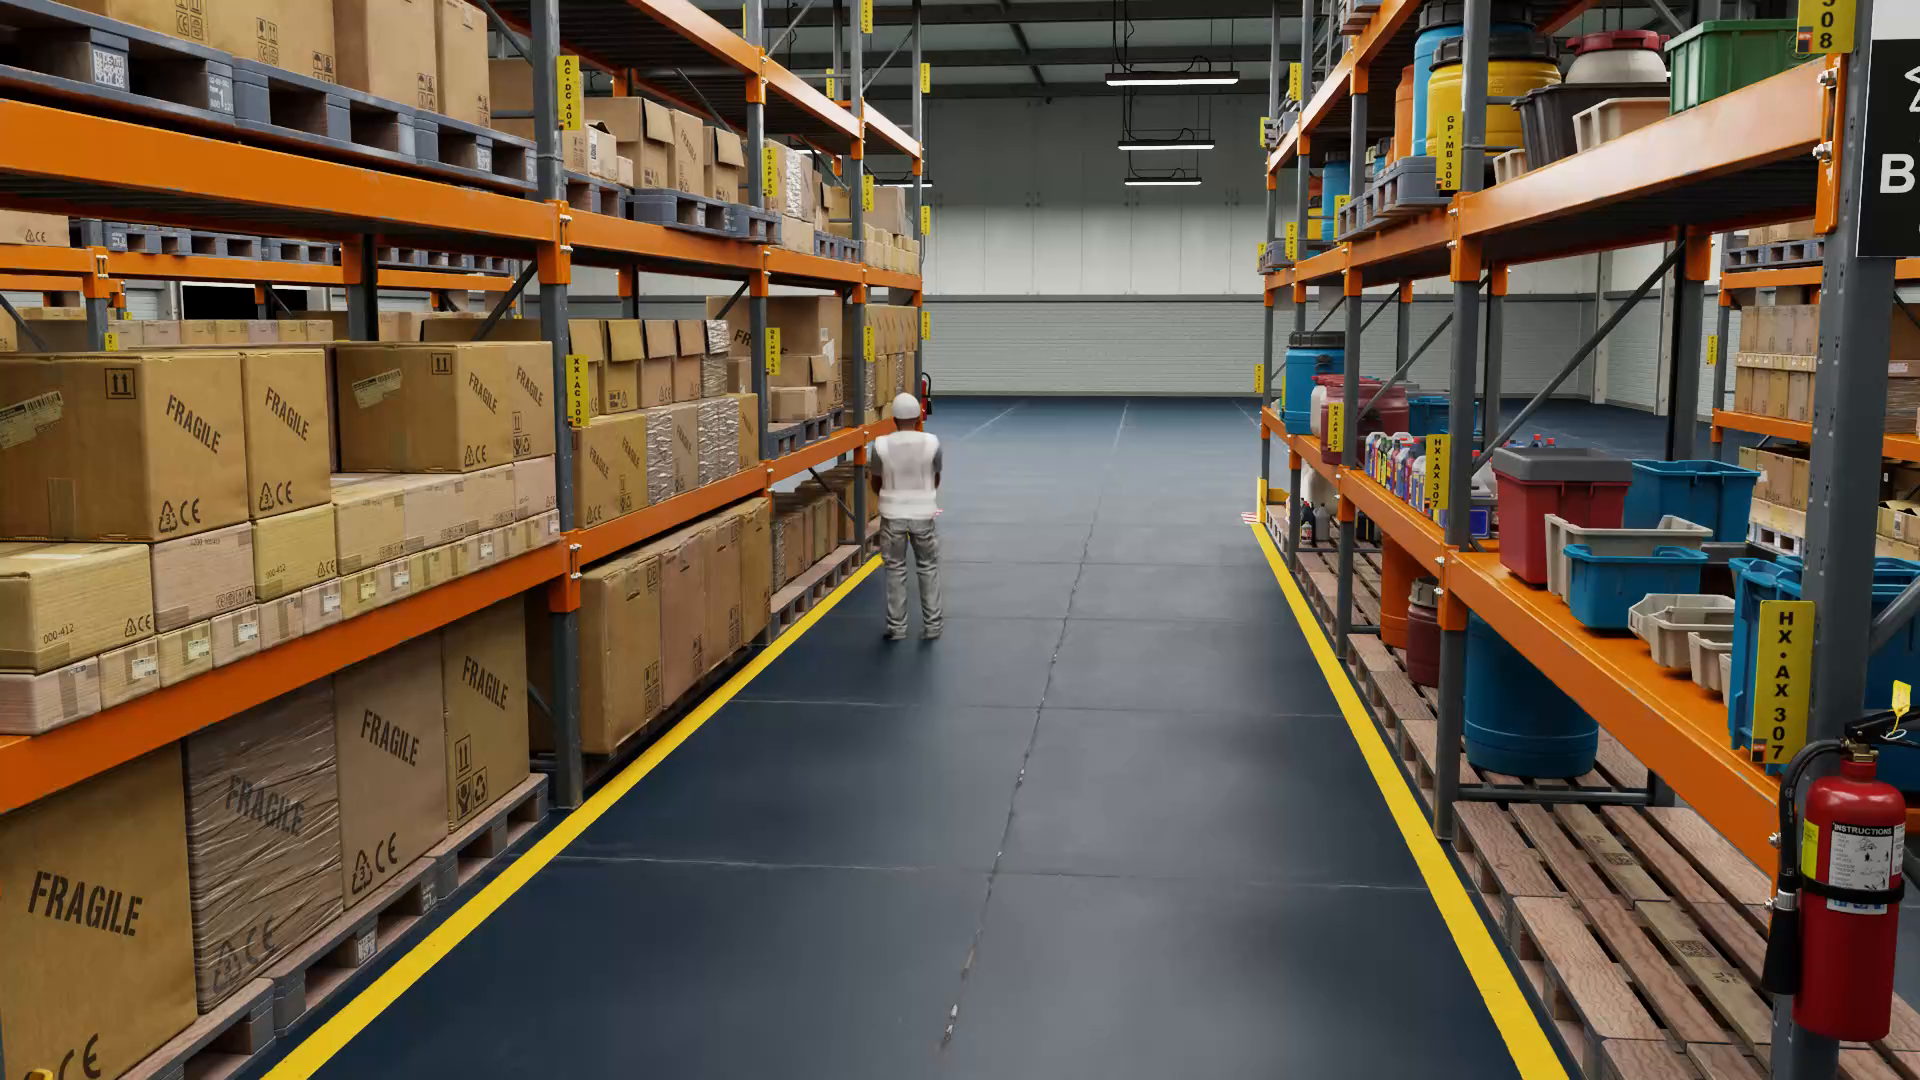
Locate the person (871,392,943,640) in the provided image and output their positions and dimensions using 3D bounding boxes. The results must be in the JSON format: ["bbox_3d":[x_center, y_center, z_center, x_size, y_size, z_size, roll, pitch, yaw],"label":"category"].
[{"bbox_3d":[-0.383,-0.180,12.065,0.531,1.788,0.550,-1,8,-5],"label":"person"}]
